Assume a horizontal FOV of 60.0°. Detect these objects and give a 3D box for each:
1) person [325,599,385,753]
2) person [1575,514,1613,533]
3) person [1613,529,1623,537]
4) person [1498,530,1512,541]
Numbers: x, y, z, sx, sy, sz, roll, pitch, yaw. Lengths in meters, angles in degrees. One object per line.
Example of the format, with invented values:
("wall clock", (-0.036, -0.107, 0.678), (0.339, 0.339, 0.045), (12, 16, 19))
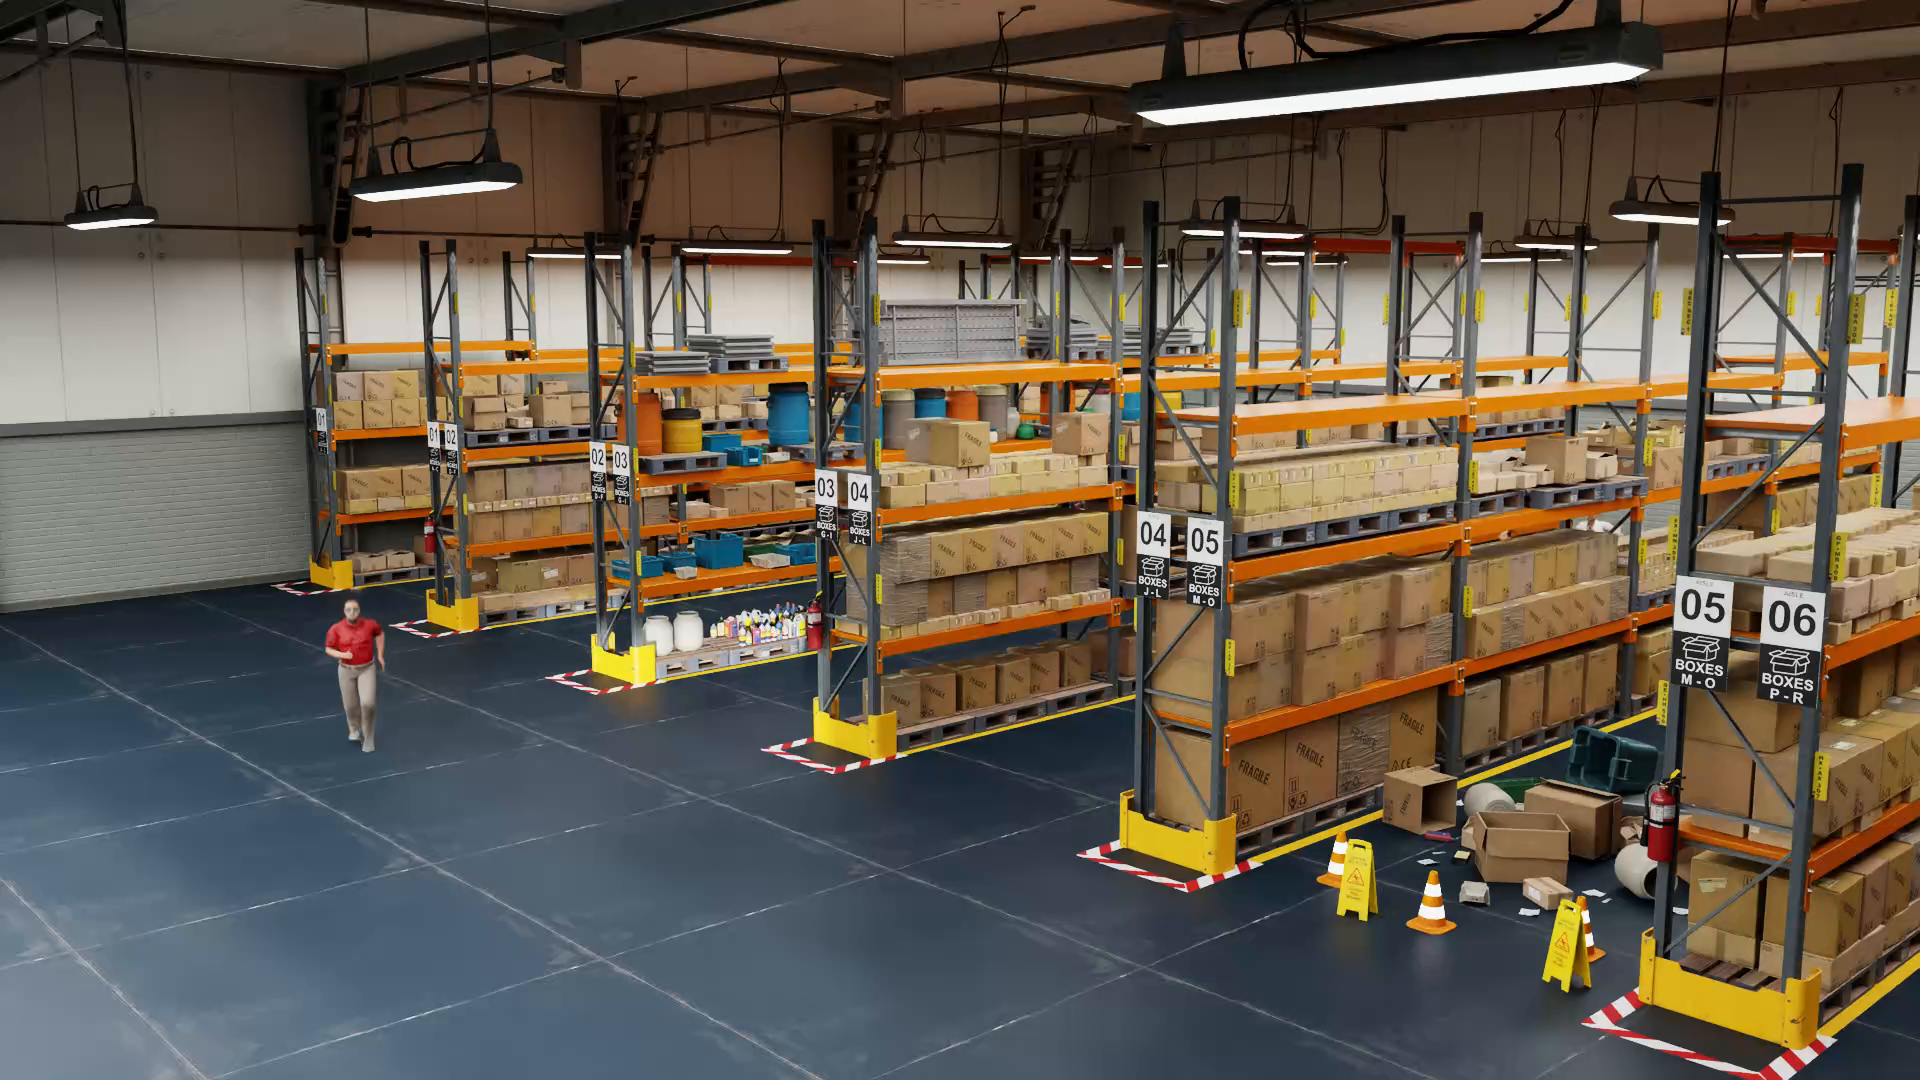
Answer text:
("person", (-6.894, 1.555, 18.996), (0.630, 1.787, 0.849), (-3, 9, -18))
("person", (10.346, 0.317, 27.245), (0.721, 1.732, 0.574), (8, 11, 43))
("person", (9.714, 0.705, 24.664), (0.862, 1.760, 0.708), (-8, 11, -43))
("person", (8.198, 0.634, 25.156), (0.570, 1.664, 0.960), (8, 11, 42))
